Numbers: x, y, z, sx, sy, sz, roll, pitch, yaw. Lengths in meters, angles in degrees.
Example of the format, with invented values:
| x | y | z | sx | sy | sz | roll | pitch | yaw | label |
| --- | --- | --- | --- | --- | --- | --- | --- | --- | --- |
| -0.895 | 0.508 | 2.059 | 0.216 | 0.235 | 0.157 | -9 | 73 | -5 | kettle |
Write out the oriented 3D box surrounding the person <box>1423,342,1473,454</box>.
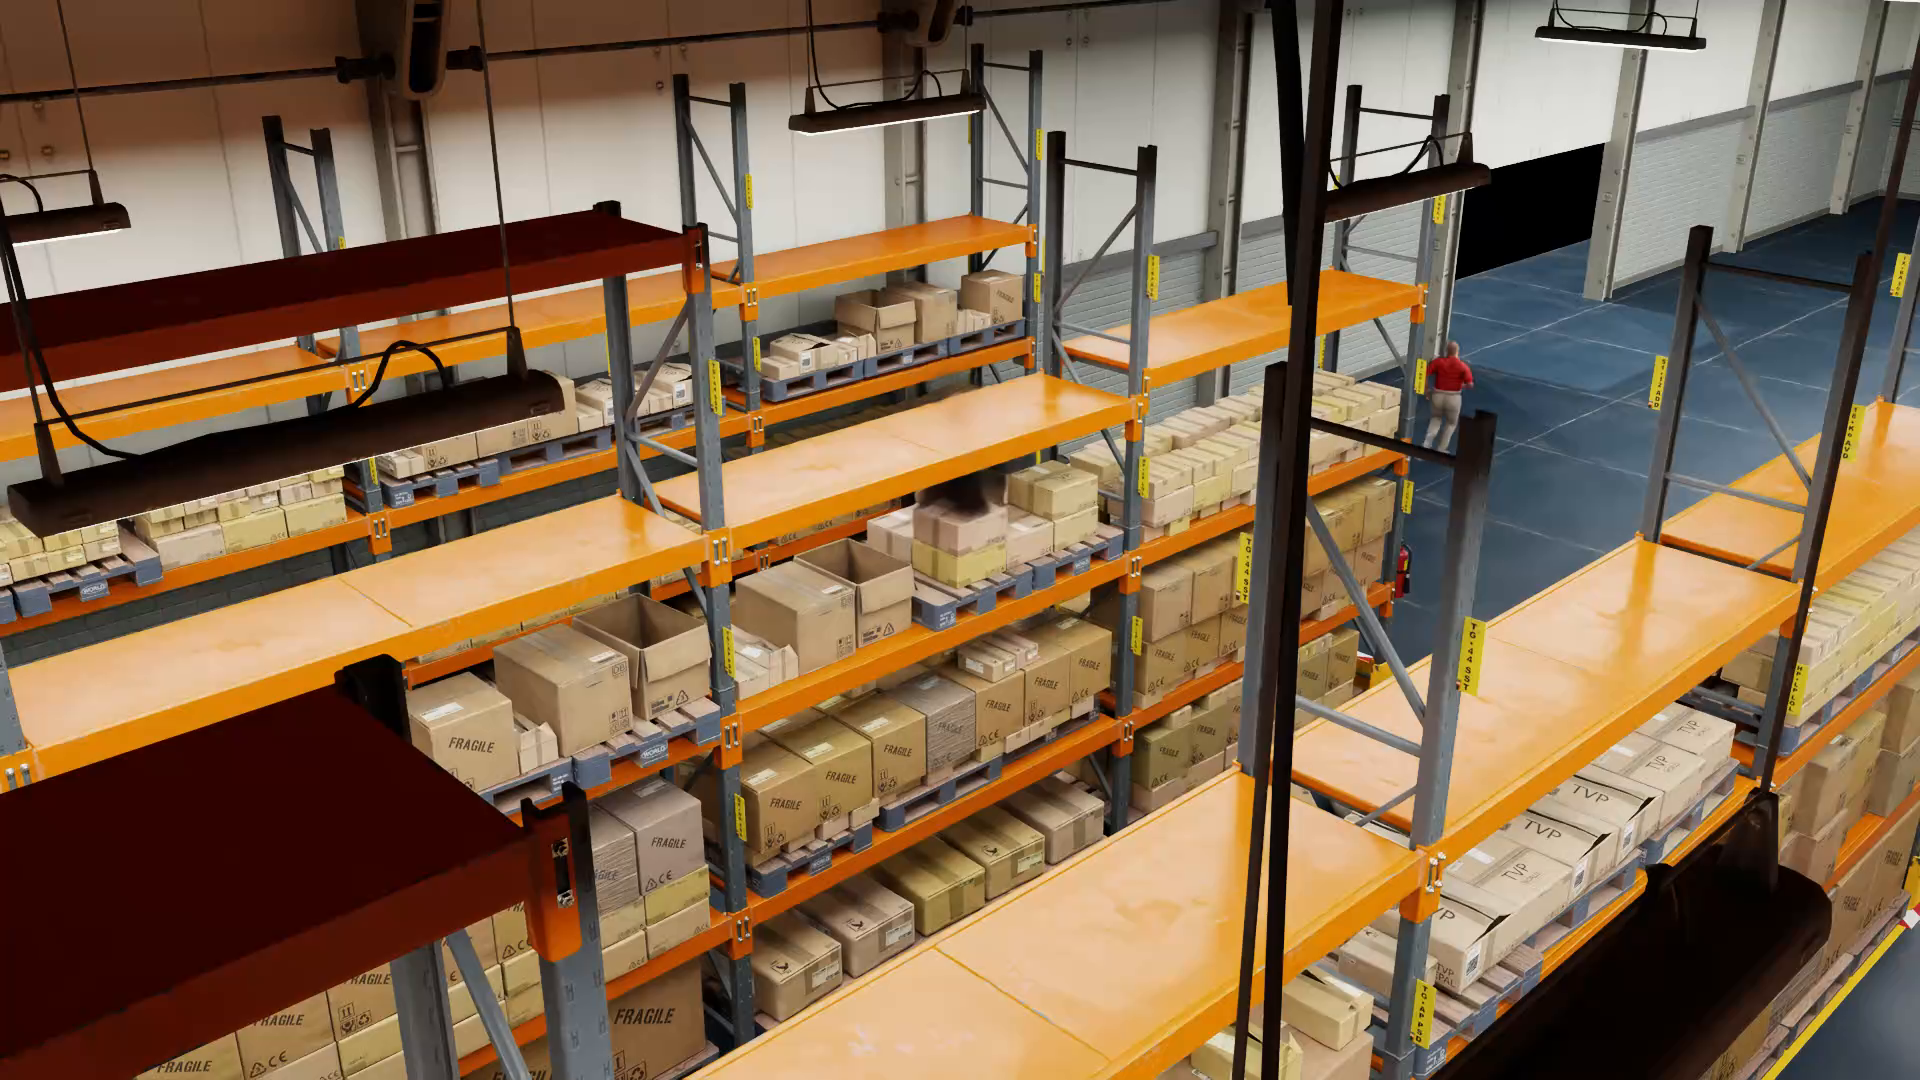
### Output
| x | y | z | sx | sy | sz | roll | pitch | yaw | label |
| --- | --- | --- | --- | --- | --- | --- | --- | --- | --- |
| 6.859 | -1.982 | 23.455 | 0.705 | 1.692 | 0.611 | 12 | 25 | 26 | person |
